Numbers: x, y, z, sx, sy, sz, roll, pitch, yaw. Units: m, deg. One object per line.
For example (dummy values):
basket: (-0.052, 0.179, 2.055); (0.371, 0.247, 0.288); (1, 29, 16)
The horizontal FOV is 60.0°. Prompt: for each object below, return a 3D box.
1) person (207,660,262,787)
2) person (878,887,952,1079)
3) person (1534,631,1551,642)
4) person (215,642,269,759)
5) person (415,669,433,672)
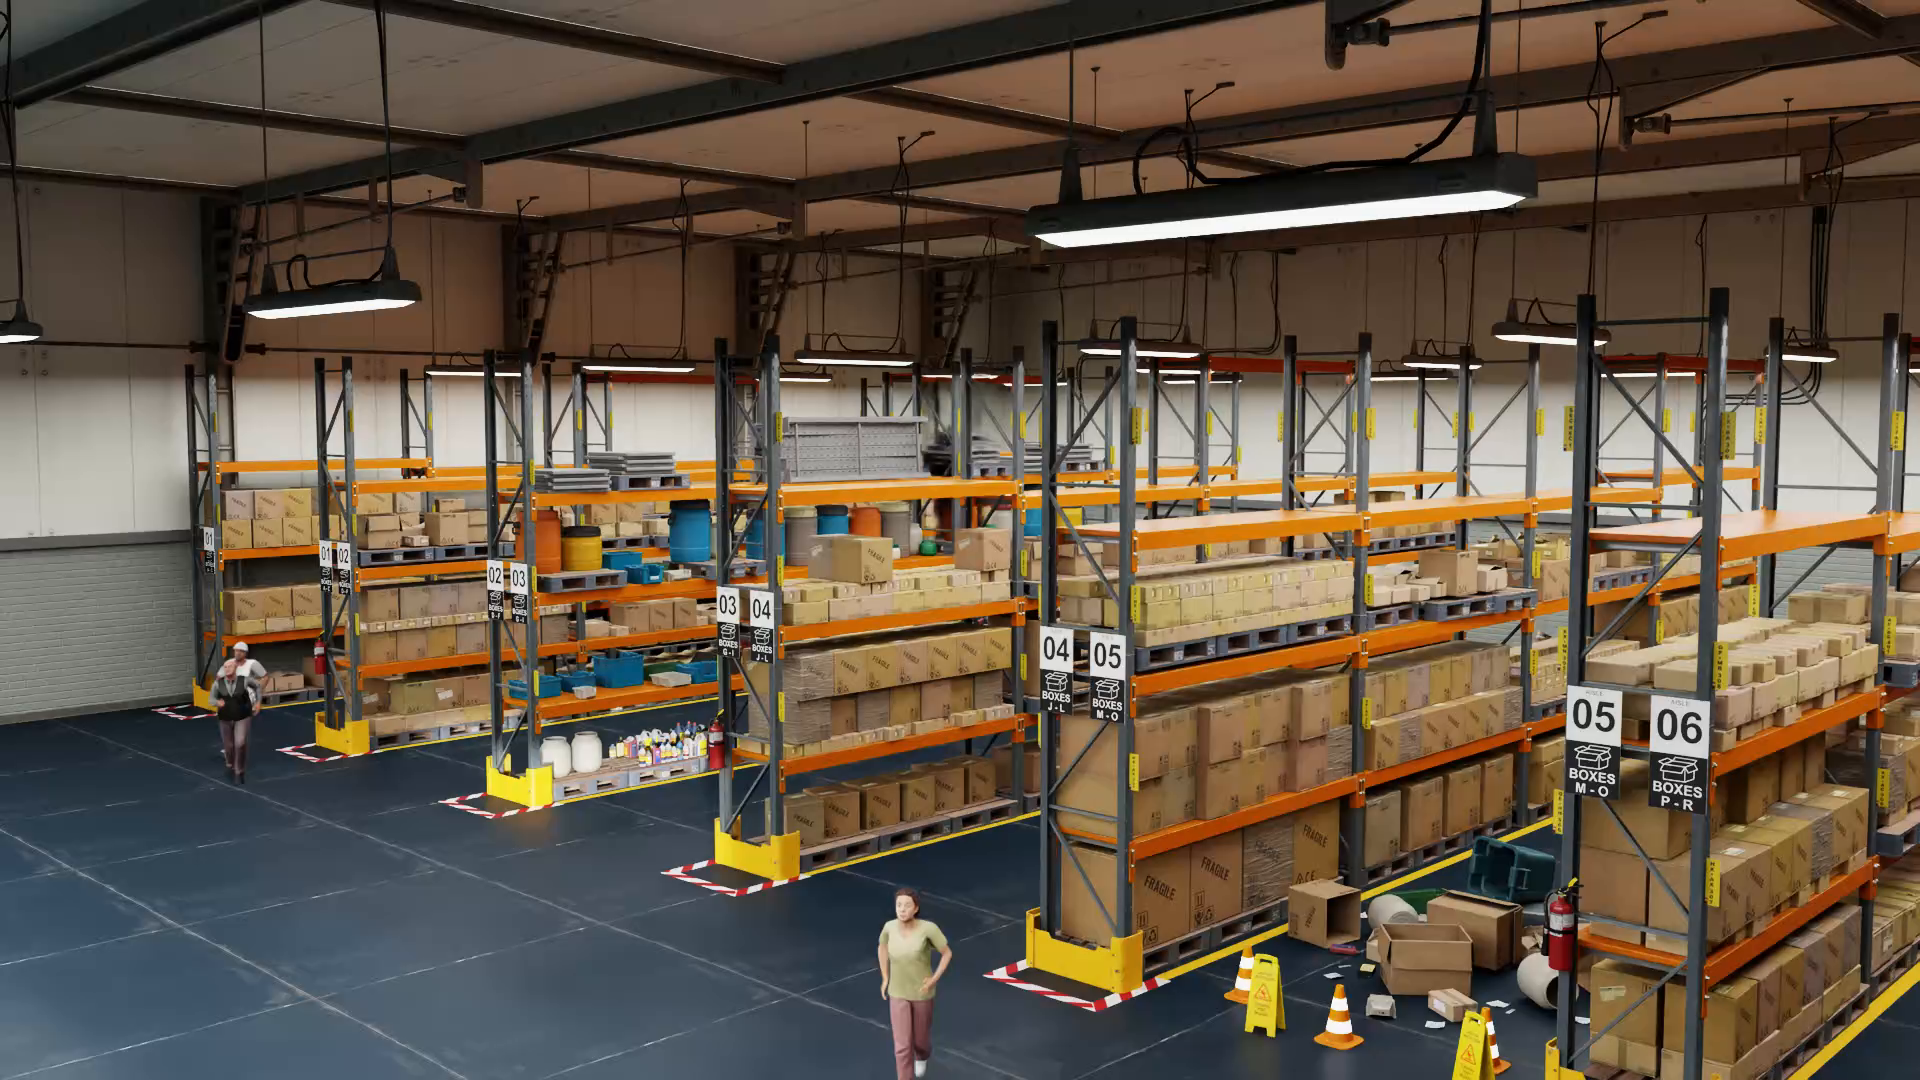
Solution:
person: (-10.098, 2.536, 23.177); (0.662, 1.760, 0.888); (-1, 4, -13)
person: (-0.342, 3.377, 12.363); (0.577, 1.661, 0.853); (1, 4, 9)
person: (9.105, 2.303, 25.979); (0.672, 1.792, 0.910); (4, 6, 44)
person: (-10.797, 2.395, 24.861); (0.744, 1.756, 0.631); (1, 4, 9)
person: (-9.103, 2.166, 28.112); (0.555, 1.671, 0.626); (3, 6, 37)
